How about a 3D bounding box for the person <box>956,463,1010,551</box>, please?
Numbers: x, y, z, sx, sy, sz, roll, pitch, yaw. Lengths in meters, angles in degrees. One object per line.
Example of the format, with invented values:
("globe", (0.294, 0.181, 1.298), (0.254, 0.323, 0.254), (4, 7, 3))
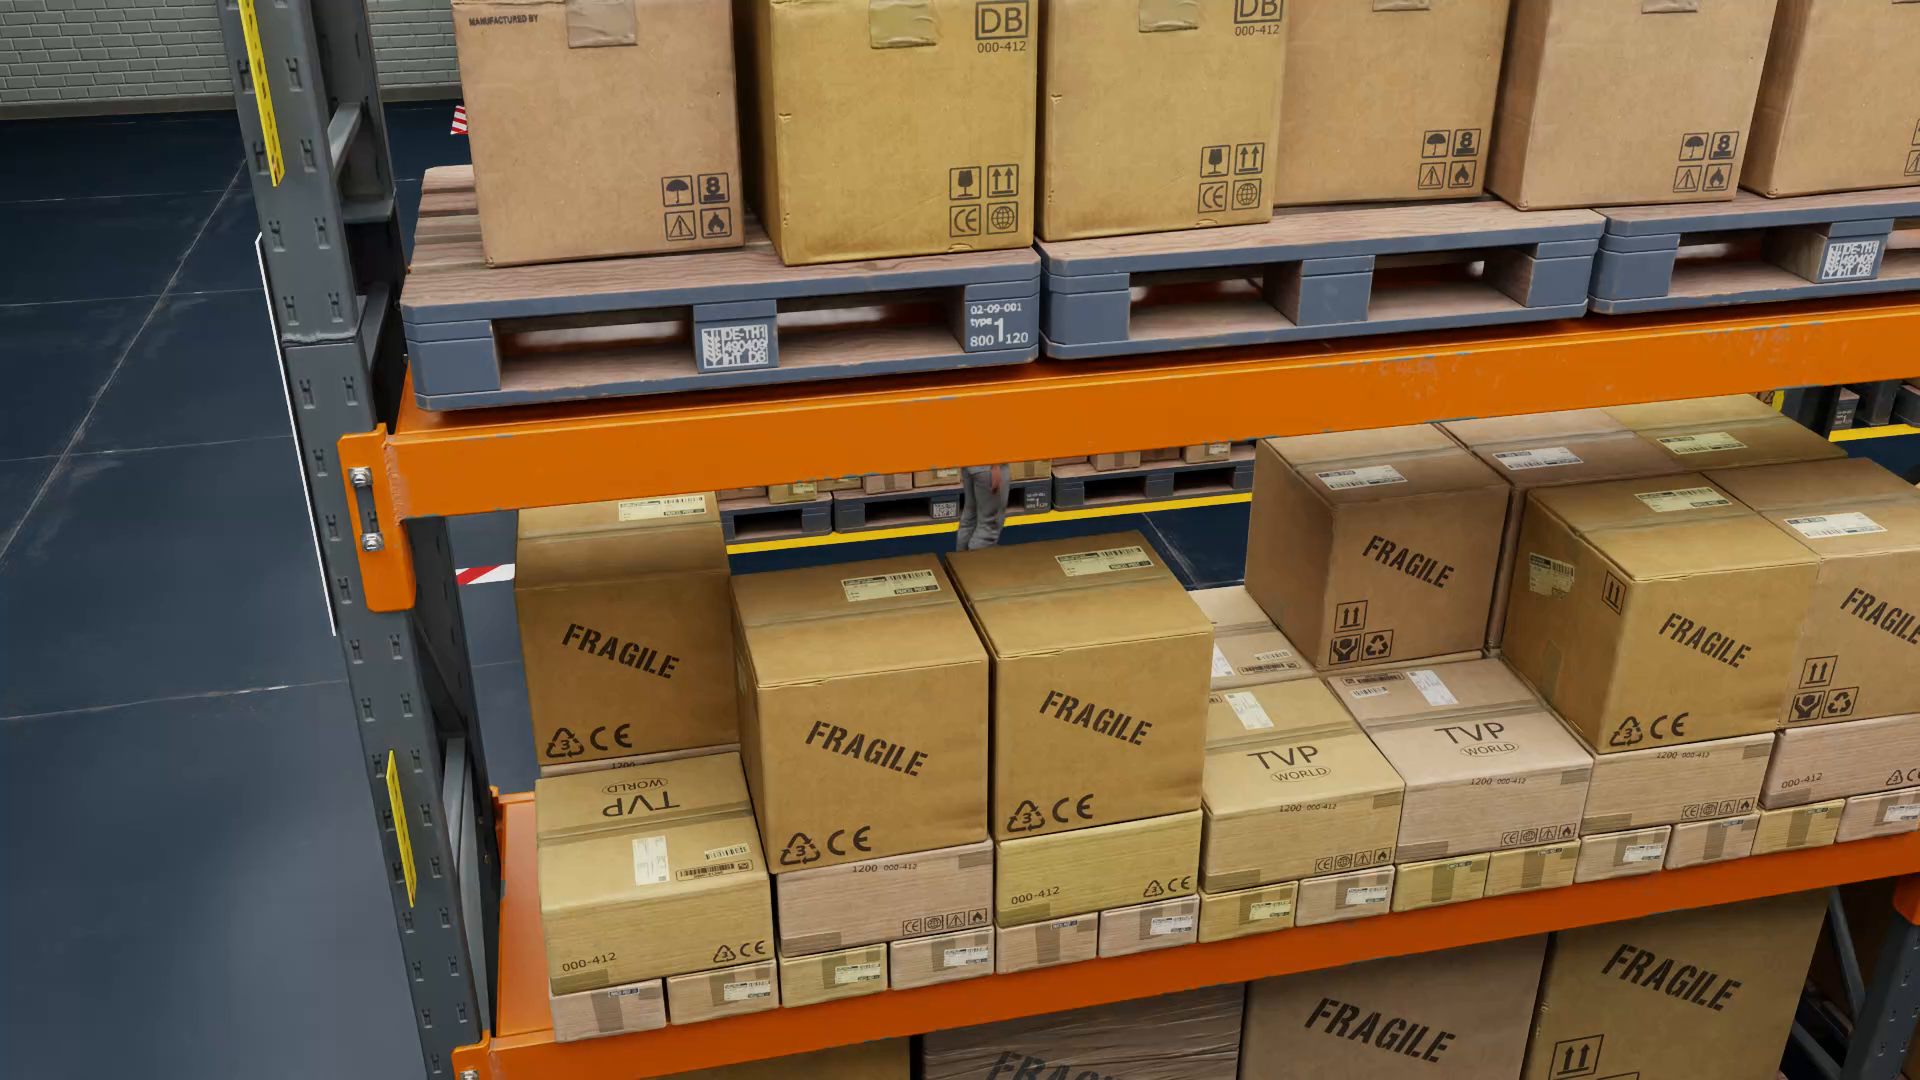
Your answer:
("person", (0.122, -0.399, 7.880), (0.311, 1.590, 0.430), (-9, 29, -17))
